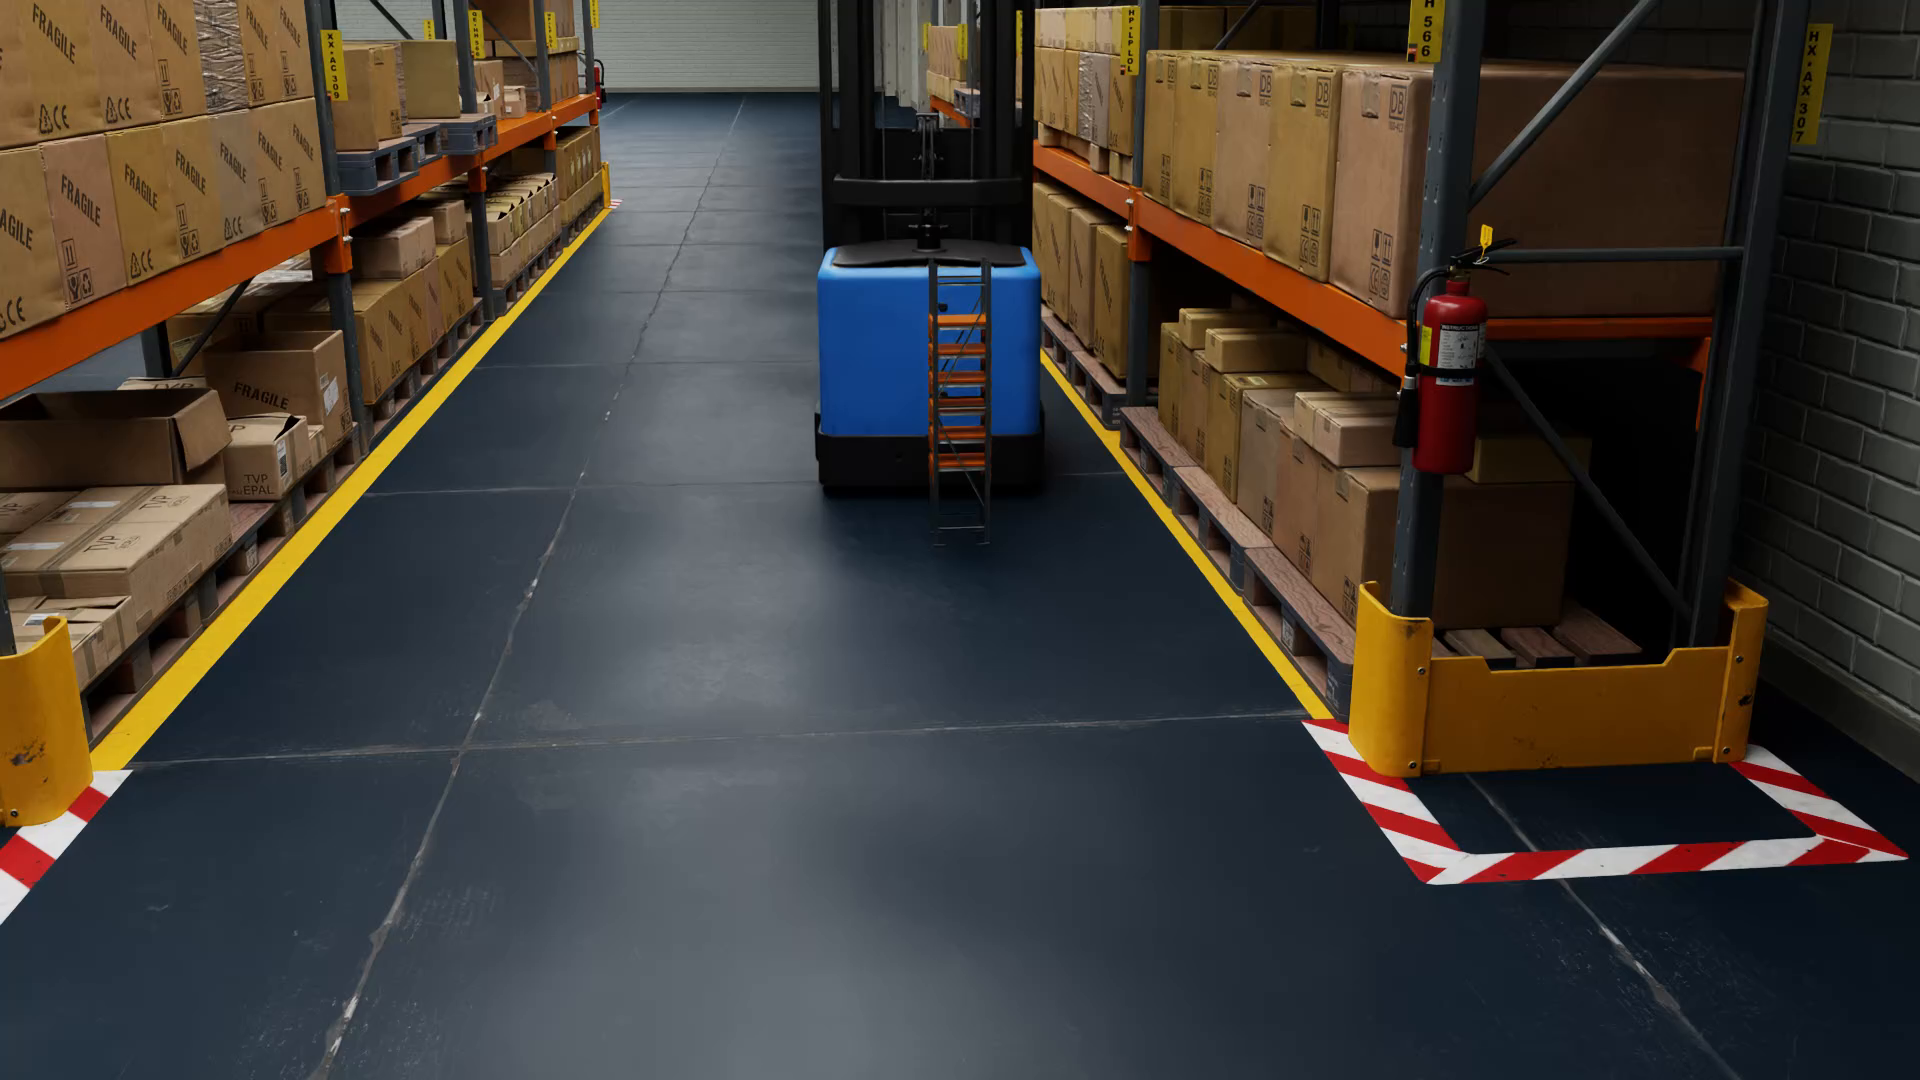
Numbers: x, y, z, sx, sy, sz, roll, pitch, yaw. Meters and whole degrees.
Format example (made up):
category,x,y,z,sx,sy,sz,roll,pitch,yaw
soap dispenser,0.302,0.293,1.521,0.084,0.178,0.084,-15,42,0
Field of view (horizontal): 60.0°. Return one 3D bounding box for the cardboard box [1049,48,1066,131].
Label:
category,x,y,z,sx,sy,sz,roll,pitch,yaw
cardboard box,0.869,-2.926,10.792,0.500,0.500,0.500,-2,18,-6

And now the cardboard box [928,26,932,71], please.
category,x,y,z,sx,sy,sz,roll,pitch,yaw
cardboard box,-0.096,-5.711,19.326,0.500,0.500,0.500,-2,18,-6

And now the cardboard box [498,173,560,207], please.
category,x,y,z,sx,sy,sz,roll,pitch,yaw
cardboard box,-4.034,-3.265,15.523,0.500,0.311,0.500,-2,18,-6

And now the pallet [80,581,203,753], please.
category,x,y,z,sx,sy,sz,roll,pitch,yaw
pallet,-3.214,0.425,5.473,1.003,0.211,1.213,-2,18,-6

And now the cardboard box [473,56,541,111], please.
category,x,y,z,sx,sy,sz,roll,pitch,yaw
cardboard box,-4.413,-4.401,16.020,0.700,0.500,0.500,-2,18,-7

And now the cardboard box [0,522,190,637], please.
category,x,y,z,sx,sy,sz,roll,pitch,yaw
cardboard box,-2.949,0.136,5.591,0.500,0.250,0.500,-2,18,-6

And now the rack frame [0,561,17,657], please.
category,x,y,z,sx,sy,sz,roll,pitch,yaw
rack frame,-3.123,-0.646,4.227,1.000,3.000,0.127,-2,18,-6

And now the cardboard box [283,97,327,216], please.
category,x,y,z,sx,sy,sz,roll,pitch,yaw
cardboard box,-3.229,-1.744,7.559,0.500,0.500,0.500,-1,17,-5

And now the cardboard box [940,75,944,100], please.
category,x,y,z,sx,sy,sz,roll,pitch,yaw
cardboard box,0.052,-4.893,17.971,0.500,0.250,0.500,-2,18,-5

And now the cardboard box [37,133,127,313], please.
category,x,y,z,sx,sy,sz,roll,pitch,yaw
cardboard box,-2.965,-0.988,5.148,0.500,0.500,0.500,-2,18,-6

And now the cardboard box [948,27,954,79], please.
category,x,y,z,sx,sy,sz,roll,pitch,yaw
cardboard box,0.152,-4.951,16.904,0.500,0.500,0.500,-2,18,-6

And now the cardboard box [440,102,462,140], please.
category,x,y,z,sx,sy,sz,roll,pitch,yaw
cardboard box,-3.942,-3.097,12.181,0.500,0.311,0.500,-1,17,-2

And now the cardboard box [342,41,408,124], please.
category,x,y,z,sx,sy,sz,roll,pitch,yaw
cardboard box,-3.867,-2.815,10.267,0.700,0.500,0.500,1,17,5

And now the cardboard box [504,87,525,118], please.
category,x,y,z,sx,sy,sz,roll,pitch,yaw
cardboard box,-4.087,-3.901,14.818,0.396,0.266,0.258,-2,18,-7

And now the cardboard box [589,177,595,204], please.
category,x,y,z,sx,sy,sz,roll,pitch,yaw
cardboard box,-4.307,-3.853,18.332,0.500,0.250,0.500,-2,18,-6

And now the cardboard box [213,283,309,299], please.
category,x,y,z,sx,sy,sz,roll,pitch,yaw
cardboard box,-3.914,-1.141,9.241,0.500,0.500,0.500,-2,18,-5

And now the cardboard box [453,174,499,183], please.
category,x,y,z,sx,sy,sz,roll,pitch,yaw
cardboard box,-4.566,-3.246,15.463,0.500,0.311,0.500,-2,18,-5

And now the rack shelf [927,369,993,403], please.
category,x,y,z,sx,sy,sz,roll,pitch,yaw
rack shelf,-0.002,-0.649,6.988,0.258,0.103,0.180,-2,18,-6

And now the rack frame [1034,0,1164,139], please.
category,x,y,z,sx,sy,sz,roll,pitch,yaw
rack frame,0.979,-3.184,12.310,1.000,3.000,0.127,-2,18,-6

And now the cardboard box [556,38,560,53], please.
category,x,y,z,sx,sy,sz,roll,pitch,yaw
cardboard box,-4.359,-5.126,17.246,0.380,0.149,0.250,-2,18,-6

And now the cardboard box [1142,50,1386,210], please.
category,x,y,z,sx,sy,sz,roll,pitch,yaw
cardboard box,1.431,-1.973,7.952,0.980,0.700,0.700,-2,17,-5

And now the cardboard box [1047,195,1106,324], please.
category,x,y,z,sx,sy,sz,roll,pitch,yaw
cardboard box,1.008,-1.874,11.026,0.750,0.750,0.750,-2,18,-6

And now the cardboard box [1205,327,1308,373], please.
category,x,y,z,sx,sy,sz,roll,pitch,yaw
cardboard box,1.274,-0.820,7.170,0.380,0.149,0.250,-2,18,-7

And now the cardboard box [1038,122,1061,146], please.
category,x,y,z,sx,sy,sz,roll,pitch,yaw
cardboard box,0.743,-2.811,11.509,0.380,0.149,0.250,-1,17,-4

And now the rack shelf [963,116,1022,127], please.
category,x,y,z,sx,sy,sz,roll,pitch,yaw
rack shelf,0.772,-3.436,14.315,1.077,0.370,4.000,-2,18,-6

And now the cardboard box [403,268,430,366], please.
category,x,y,z,sx,sy,sz,roll,pitch,yaw
cardboard box,-3.453,-1.314,9.794,0.500,0.500,0.500,-2,17,-5

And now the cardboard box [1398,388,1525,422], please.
category,x,y,z,sx,sy,sz,roll,pitch,yaw
cardboard box,1.791,-0.443,5.968,0.380,0.149,0.250,-2,18,-5

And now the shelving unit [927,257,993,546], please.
category,x,y,z,sx,sy,sz,roll,pitch,yaw
shelving unit,-0.002,-0.577,7.011,0.258,1.200,0.189,-2,18,-6

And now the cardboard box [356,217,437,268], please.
category,x,y,z,sx,sy,sz,roll,pitch,yaw
cardboard box,-3.499,-1.812,10.127,0.500,0.250,0.500,-2,18,-7

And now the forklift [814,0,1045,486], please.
category,x,y,z,sx,sy,sz,roll,pitch,yaw
forklift,-0.174,-2.035,8.766,1.130,2.935,3.031,0,17,-1

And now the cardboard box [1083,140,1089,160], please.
category,x,y,z,sx,sy,sz,roll,pitch,yaw
cardboard box,0.971,-2.433,10.304,0.380,0.149,0.250,-1,17,-4

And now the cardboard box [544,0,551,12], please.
category,x,y,z,sx,sy,sz,roll,pitch,yaw
cardboard box,-4.517,-5.320,16.781,0.700,0.500,0.500,-2,18,-6

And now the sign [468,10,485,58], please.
category,x,y,z,sx,sy,sz,roll,pitch,yaw
sign,-3.409,-3.564,11.719,0.100,0.325,0.005,-2,18,-6

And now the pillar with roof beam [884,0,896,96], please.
category,x,y,z,sx,sy,sz,roll,pitch,yaw
pillar with roof beam,-6.290,-17.052,46.470,9.100,9.000,0.400,-2,18,-6

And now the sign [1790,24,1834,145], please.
category,x,y,z,sx,sy,sz,roll,pitch,yaw
sign,2.356,-1.266,4.625,0.100,0.325,0.005,-2,18,-6

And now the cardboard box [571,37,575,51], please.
category,x,y,z,sx,sy,sz,roll,pitch,yaw
cardboard box,-4.490,-5.508,18.464,0.380,0.149,0.250,-2,18,-6

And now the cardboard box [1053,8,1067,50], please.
category,x,y,z,sx,sy,sz,roll,pitch,yaw
cardboard box,0.881,-3.288,10.695,0.500,0.250,0.500,-2,18,-5

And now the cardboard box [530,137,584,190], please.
category,x,y,z,sx,sy,sz,roll,pitch,yaw
cardboard box,-4.201,-3.913,17.271,0.500,0.500,0.500,-2,18,-6

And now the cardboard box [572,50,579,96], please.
category,x,y,z,sx,sy,sz,roll,pitch,yaw
cardboard box,-4.738,-5.321,18.951,0.700,0.500,0.500,-2,18,-6

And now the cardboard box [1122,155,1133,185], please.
category,x,y,z,sx,sy,sz,roll,pitch,yaw
cardboard box,1.075,-1.973,8.841,0.380,0.149,0.250,-2,18,-5

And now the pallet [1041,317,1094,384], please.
category,x,y,z,sx,sy,sz,roll,pitch,yaw
pallet,1.108,-1.253,10.817,1.003,0.211,1.213,-2,18,-6

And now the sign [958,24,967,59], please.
category,x,y,z,sx,sy,sz,roll,pitch,yaw
sign,0.027,-4.769,15.915,0.100,0.325,0.005,-2,18,-6

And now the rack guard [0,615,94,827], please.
category,x,y,z,sx,sy,sz,roll,pitch,yaw
rack guard,-3.131,0.524,4.673,1.175,0.500,0.348,-2,18,-6

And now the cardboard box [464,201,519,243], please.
category,x,y,z,sx,sy,sz,roll,pitch,yaw
cardboard box,-3.773,-2.507,13.107,0.500,0.311,0.500,-2,18,-7

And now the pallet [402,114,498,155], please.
category,x,y,z,sx,sy,sz,roll,pitch,yaw
pallet,-3.809,-2.738,11.211,1.213,0.211,1.003,-2,18,-6

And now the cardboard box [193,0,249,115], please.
category,x,y,z,sx,sy,sz,roll,pitch,yaw
cardboard box,-3.119,-1.917,6.439,0.500,0.500,0.500,-2,18,-5

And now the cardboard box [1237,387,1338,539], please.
category,x,y,z,sx,sy,sz,roll,pitch,yaw
cardboard box,1.528,-0.312,6.636,0.700,0.500,0.500,-2,18,-7

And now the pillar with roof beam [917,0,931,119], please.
category,x,y,z,sx,sy,sz,roll,pitch,yaw
pillar with roof beam,-5.053,-13.477,35.082,9.100,9.000,0.400,-2,18,-6

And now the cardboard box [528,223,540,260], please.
category,x,y,z,sx,sy,sz,roll,pitch,yaw
cardboard box,-3.875,-2.540,14.150,0.500,0.250,0.500,-1,17,-5

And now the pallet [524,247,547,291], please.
category,x,y,z,sx,sy,sz,roll,pitch,yaw
pallet,-4.117,-2.308,14.177,1.003,0.211,1.213,-2,18,-6

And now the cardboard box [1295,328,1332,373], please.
category,x,y,z,sx,sy,sz,roll,pitch,yaw
cardboard box,1.658,-0.822,7.176,0.380,0.149,0.250,-2,18,-5

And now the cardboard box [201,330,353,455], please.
category,x,y,z,sx,sy,sz,roll,pitch,yaw
cardboard box,-3.195,-0.694,7.818,0.500,0.500,0.500,-2,18,-6

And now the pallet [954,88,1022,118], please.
category,x,y,z,sx,sy,sz,roll,pitch,yaw
pallet,0.500,-4.052,15.395,1.003,0.211,1.213,-2,18,-6
